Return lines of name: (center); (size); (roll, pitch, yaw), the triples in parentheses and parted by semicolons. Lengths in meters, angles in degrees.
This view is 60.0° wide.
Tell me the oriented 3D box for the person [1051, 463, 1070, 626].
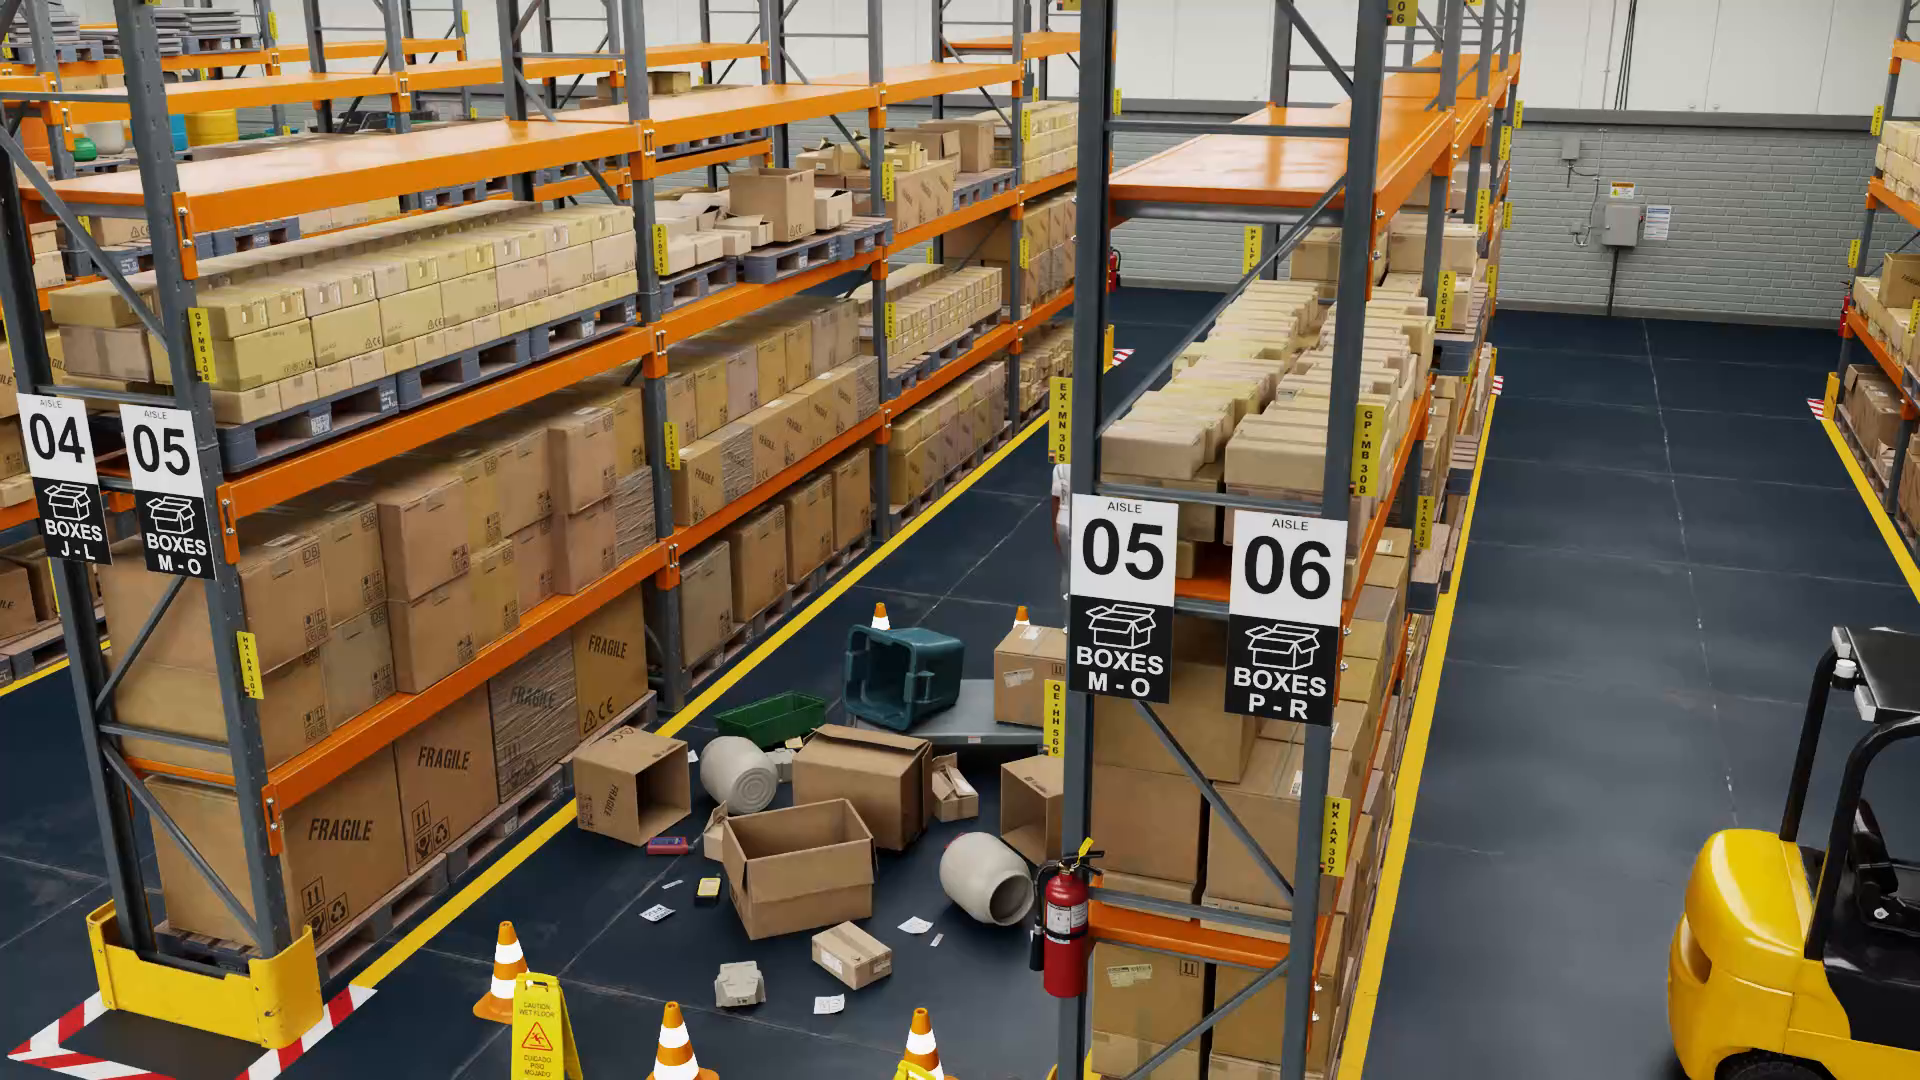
person: (0.935, -0.060, 13.048); (0.494, 1.666, 0.695); (6, 20, 18)
